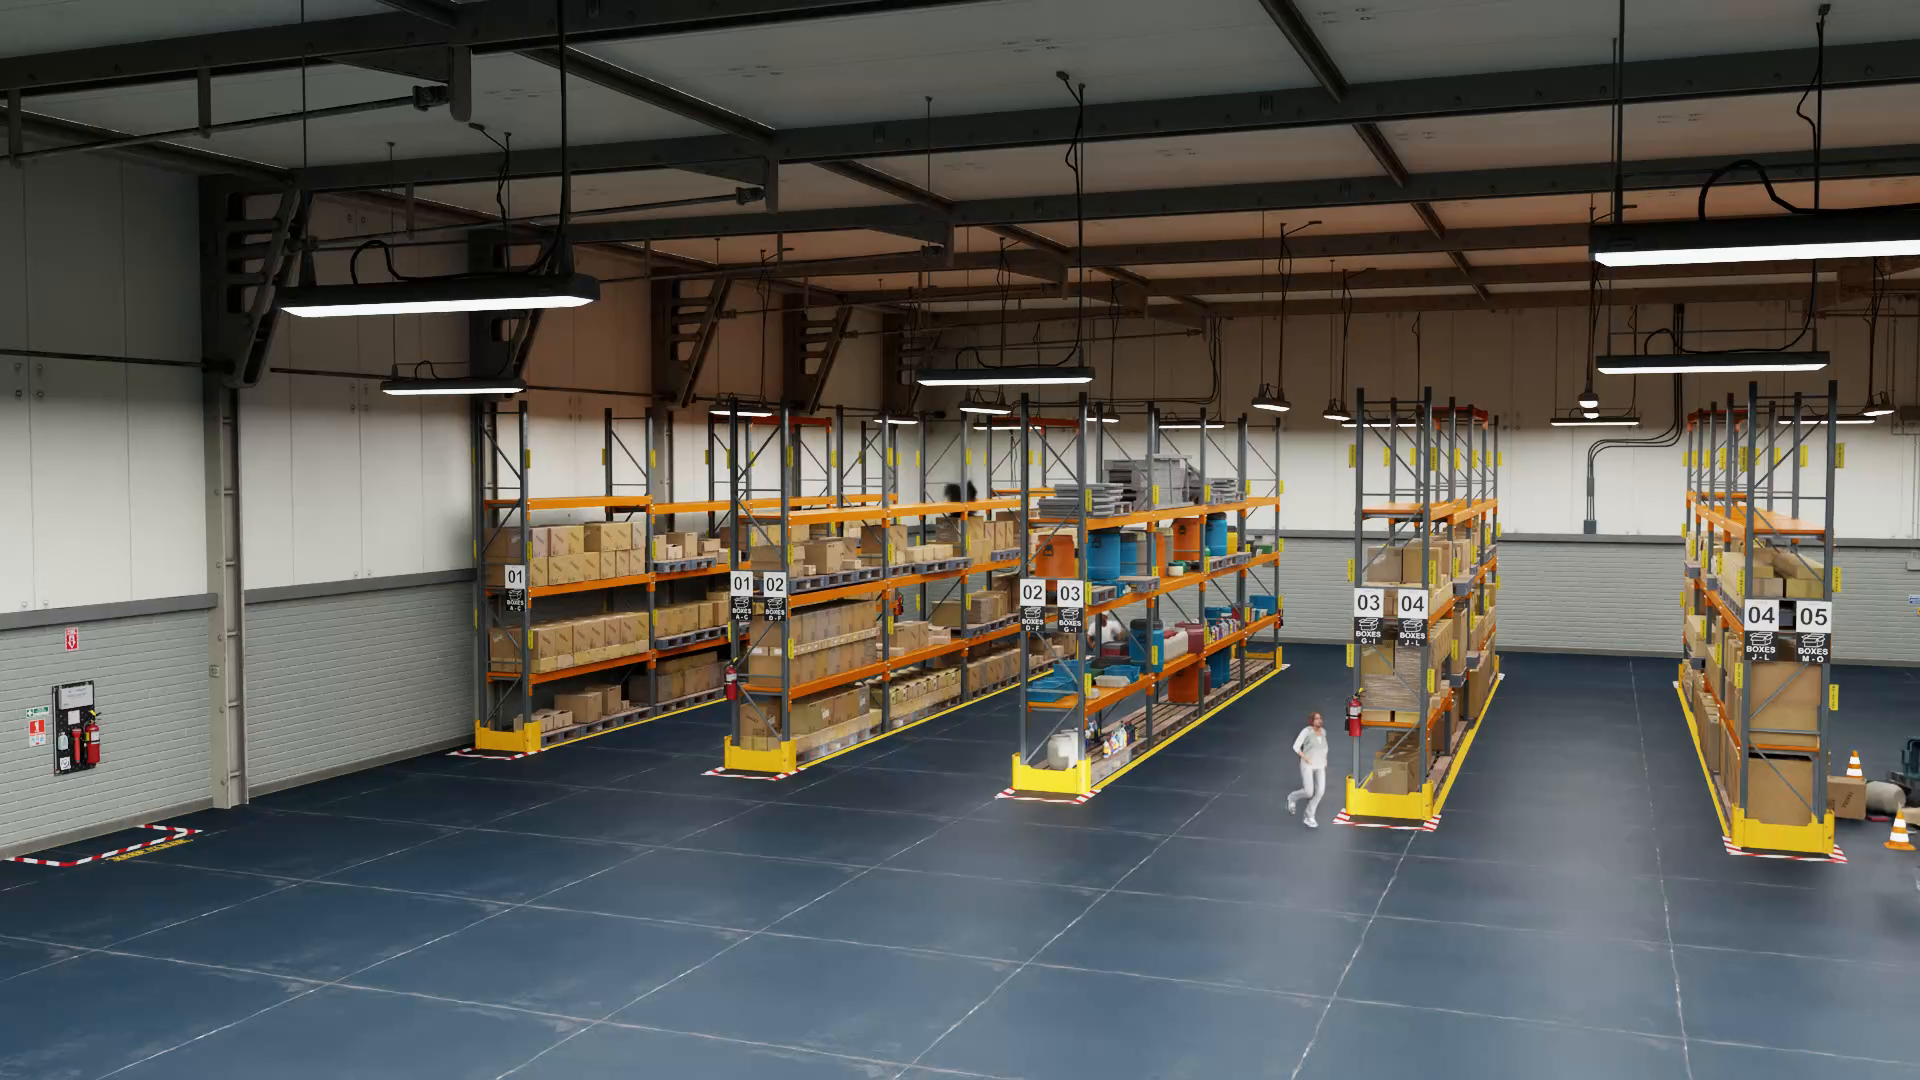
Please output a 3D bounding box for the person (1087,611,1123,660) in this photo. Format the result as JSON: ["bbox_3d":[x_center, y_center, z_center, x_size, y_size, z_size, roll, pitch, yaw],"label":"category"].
[{"bbox_3d":[2.879,2.252,33.522,0.726,1.751,0.834,1,3,21],"label":"person"}]

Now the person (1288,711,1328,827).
[{"bbox_3d":[4.822,3.120,22.854,0.559,1.559,0.602,-1,3,-21],"label":"person"}]
